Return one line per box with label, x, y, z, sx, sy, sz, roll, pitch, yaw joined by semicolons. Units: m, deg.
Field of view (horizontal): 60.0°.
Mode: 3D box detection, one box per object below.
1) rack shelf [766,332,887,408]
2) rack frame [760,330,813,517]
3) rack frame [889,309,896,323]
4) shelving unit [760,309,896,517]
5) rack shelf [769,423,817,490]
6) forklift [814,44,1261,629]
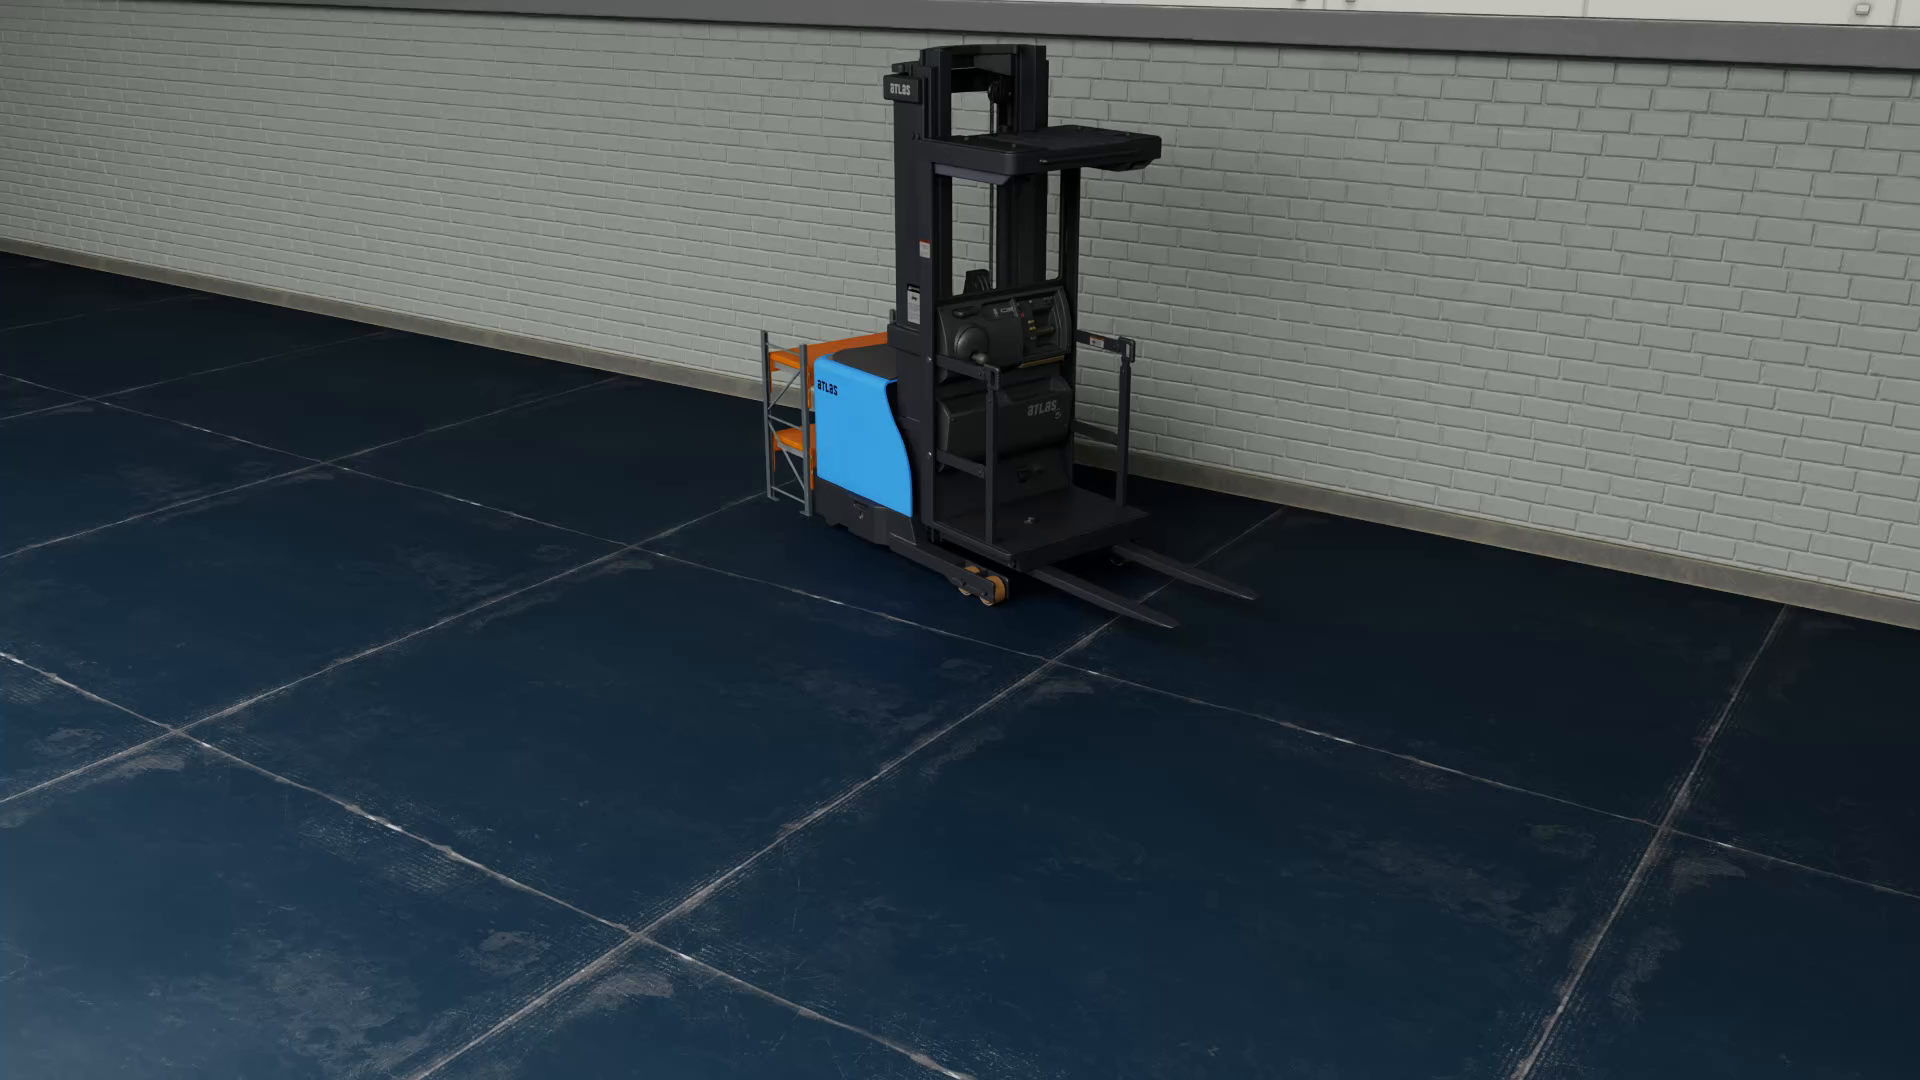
rack shelf;-0.712;-1.131;10.858;1.000;0.278;0.538;-15;25;-35
rack frame;-1.113;-0.748;10.665;0.032;1.125;0.500;-15;25;-35
rack frame;-0.312;-0.965;11.253;0.032;1.125;0.500;-15;25;-35
shelving unit;-0.712;-0.857;10.959;1.048;1.125;0.538;-15;25;-35
rack shelf;-0.712;-0.627;11.044;1.000;0.278;0.538;-15;25;-35
forklift;0.393;-1.204;9.294;1.130;2.935;3.031;-15;25;-36
